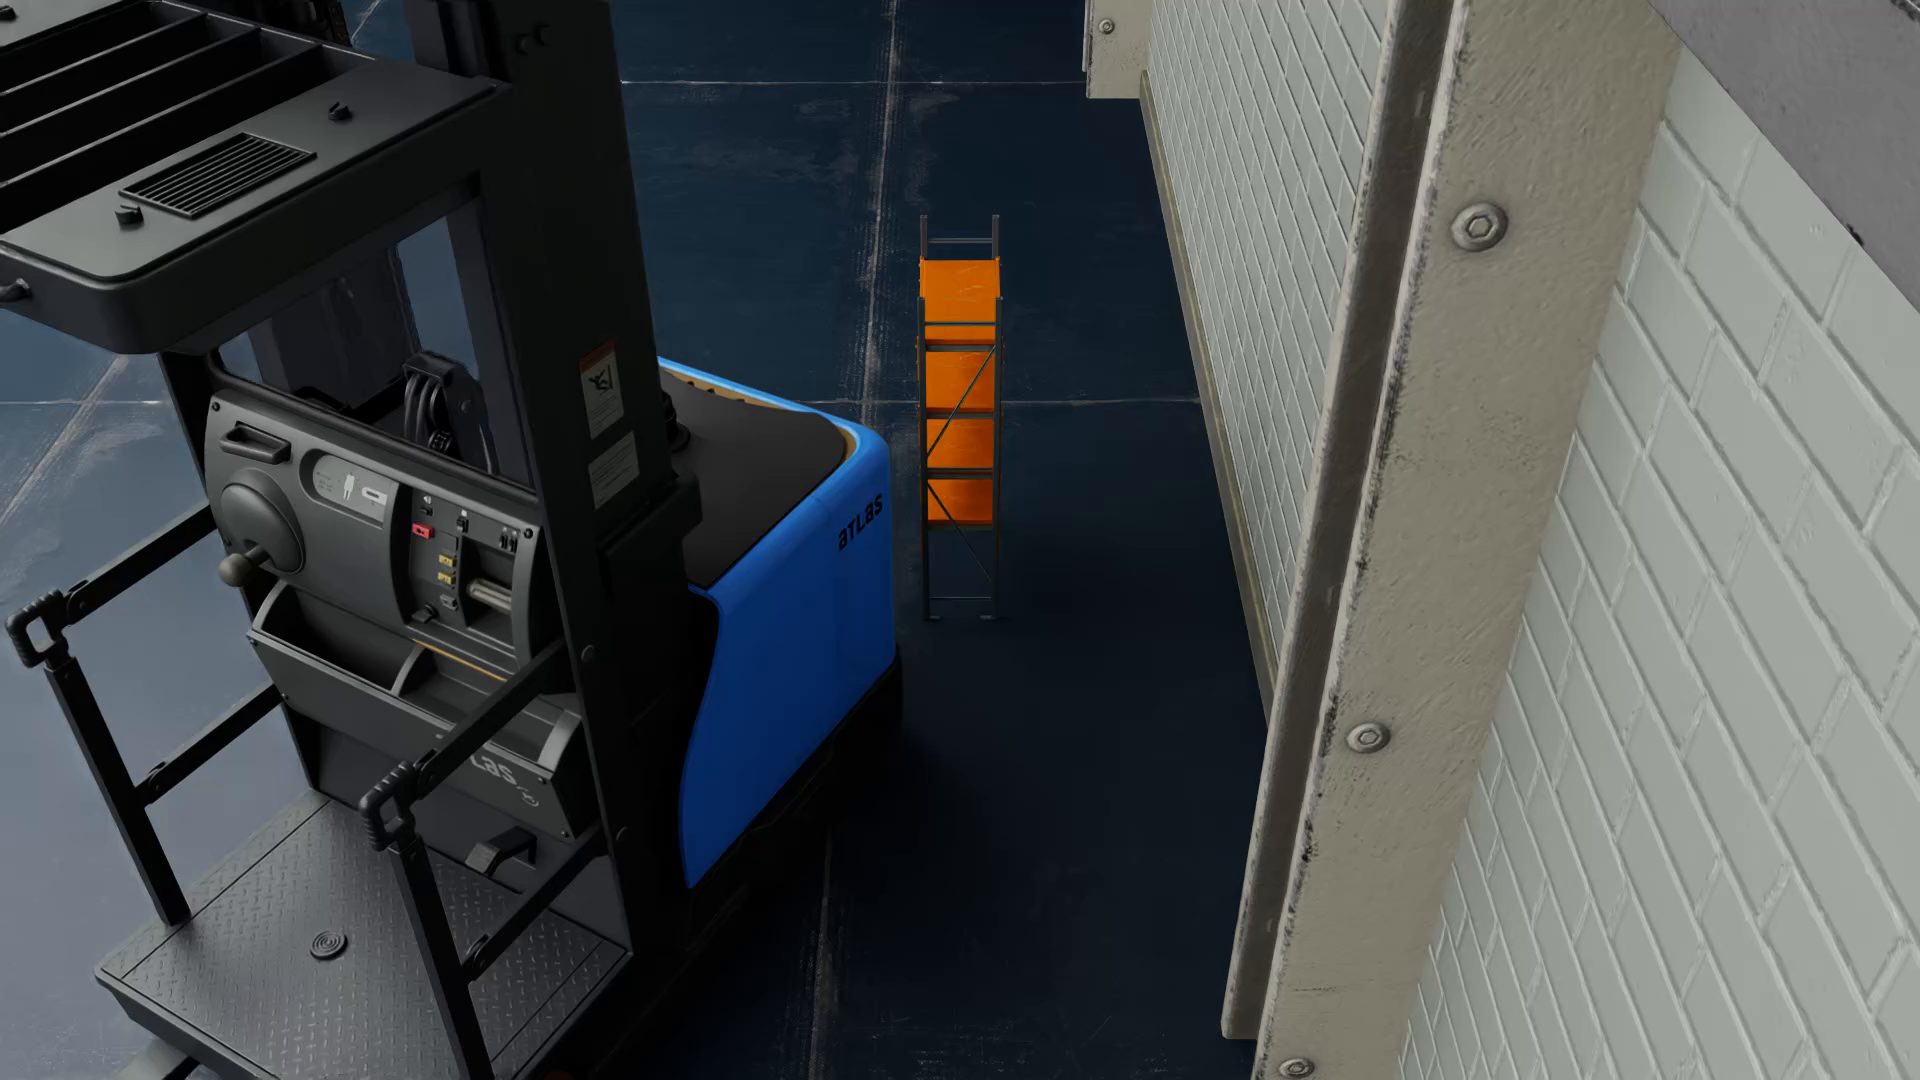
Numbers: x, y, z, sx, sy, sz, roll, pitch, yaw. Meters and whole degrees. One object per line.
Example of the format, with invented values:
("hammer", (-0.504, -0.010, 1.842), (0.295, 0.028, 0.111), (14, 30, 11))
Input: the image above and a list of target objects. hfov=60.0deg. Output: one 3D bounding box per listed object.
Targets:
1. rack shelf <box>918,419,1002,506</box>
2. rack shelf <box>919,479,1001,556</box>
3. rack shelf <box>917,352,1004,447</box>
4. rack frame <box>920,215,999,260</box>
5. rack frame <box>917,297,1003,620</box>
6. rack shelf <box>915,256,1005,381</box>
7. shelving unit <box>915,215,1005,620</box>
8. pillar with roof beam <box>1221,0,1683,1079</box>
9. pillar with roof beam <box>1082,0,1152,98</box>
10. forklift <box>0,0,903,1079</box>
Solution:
("rack shelf", (0.000, -0.312, 5.288), (0.258, 0.148, 0.480), (0, 39, 0))
("rack shelf", (0.000, -0.157, 5.412), (0.258, 0.148, 0.480), (0, 39, 0))
("rack shelf", (0.000, -0.487, 5.148), (0.258, 0.148, 0.480), (0, 39, 0))
("rack frame", (0.000, -0.517, 5.436), (0.240, 1.200, 0.015), (0, 39, 0))
("rack frame", (0.000, -0.212, 5.055), (0.240, 1.200, 0.015), (0, 39, 0))
("rack shelf", (0.000, -0.671, 5.000), (0.258, 0.148, 0.480), (0, 39, 0))
("shelving unit", (0.000, -0.365, 5.246), (0.258, 1.200, 0.503), (0, 39, 0))
("pillar with roof beam", (-3.488, -2.167, 1.258), (9.100, 9.000, 0.400), (0, 39, 0))
("pillar with roof beam", (-3.495, -5.919, 5.940), (9.100, 9.000, 0.400), (0, 39, 0))
("forklift", (-1.342, 0.061, 3.331), (1.130, 2.935, 3.031), (20, 43, 23))
